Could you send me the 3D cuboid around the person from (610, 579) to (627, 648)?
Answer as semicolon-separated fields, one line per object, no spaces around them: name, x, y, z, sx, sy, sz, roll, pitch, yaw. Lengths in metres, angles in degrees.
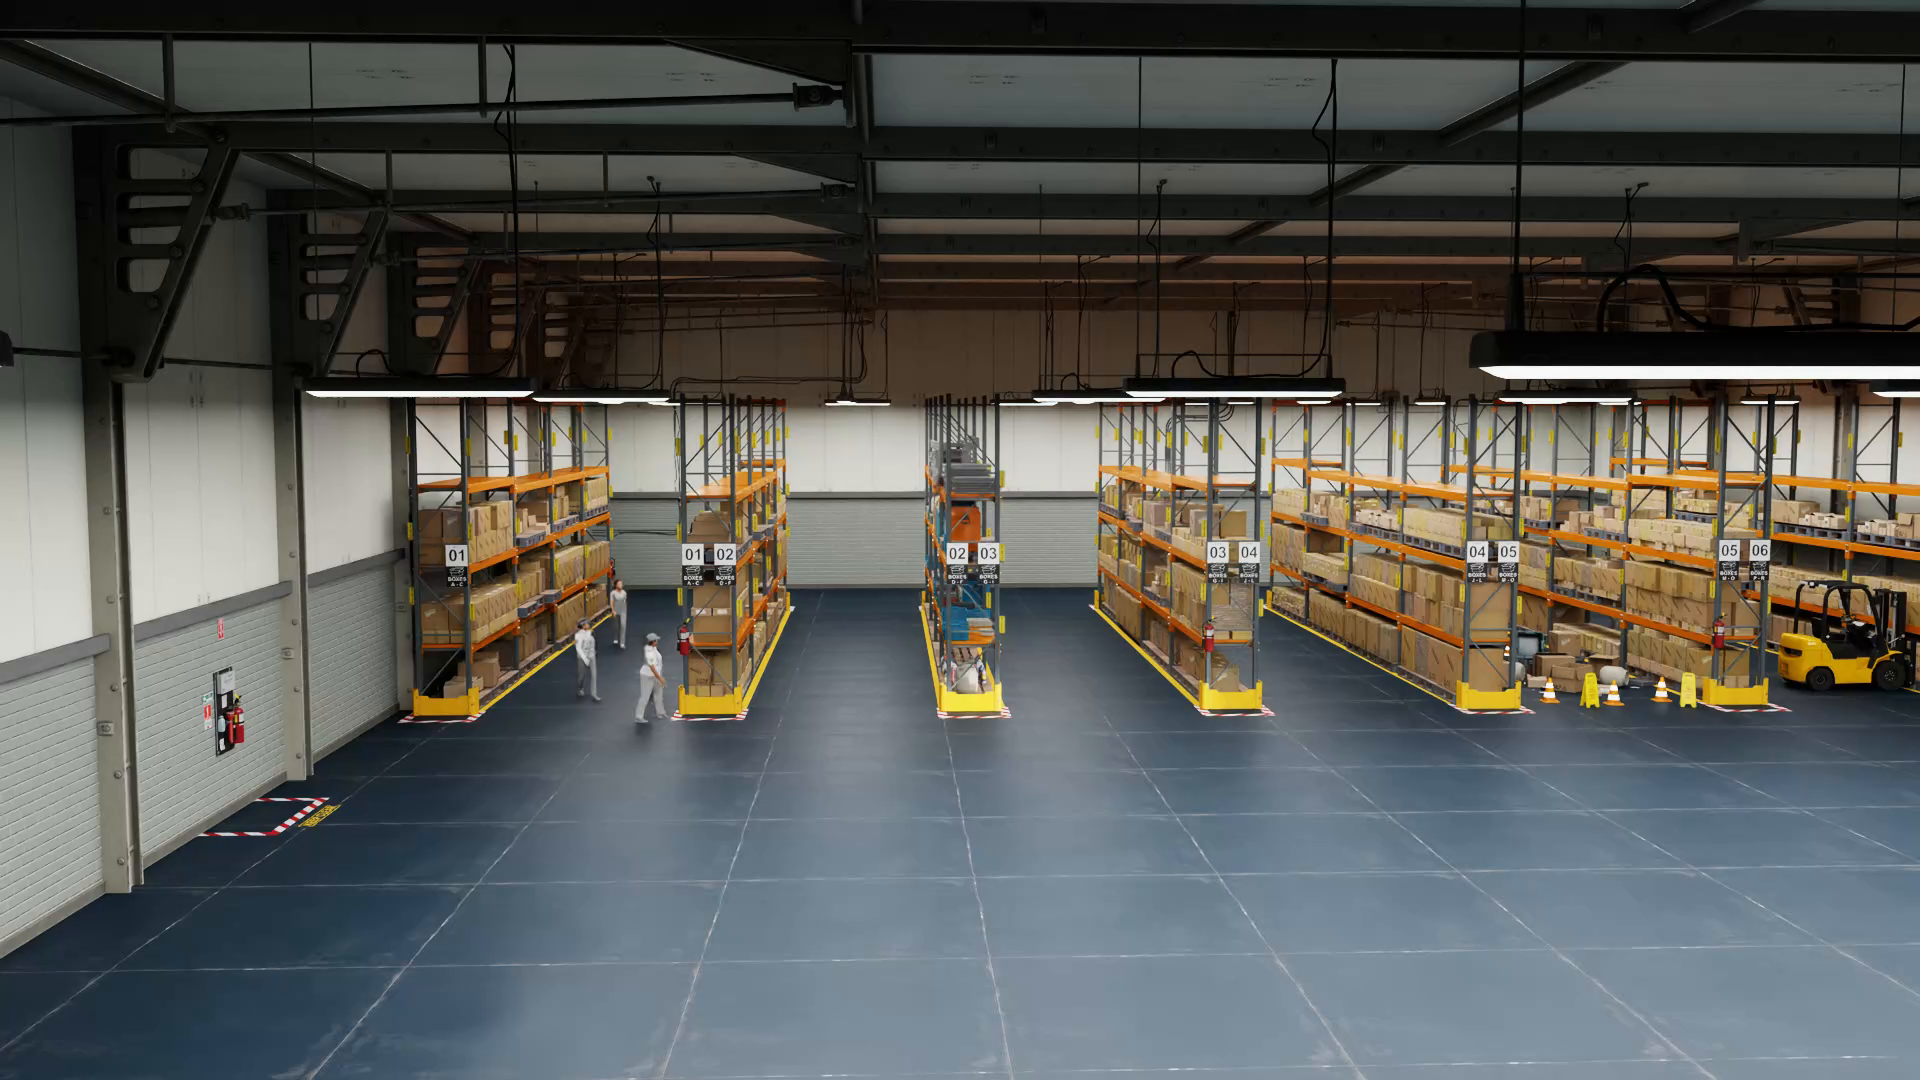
person;-8.200;1.752;39.926;0.414;1.621;1.015;-1;5;-11

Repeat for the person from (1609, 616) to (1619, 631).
person;16.181;1.589;41.191;0.513;1.779;0.576;3;5;29

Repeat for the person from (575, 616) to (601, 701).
person;-7.340;2.318;32.653;0.437;1.640;0.974;-2;5;-26

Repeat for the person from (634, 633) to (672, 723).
person;-5.639;2.512;30.492;0.605;1.659;0.668;0;5;0
